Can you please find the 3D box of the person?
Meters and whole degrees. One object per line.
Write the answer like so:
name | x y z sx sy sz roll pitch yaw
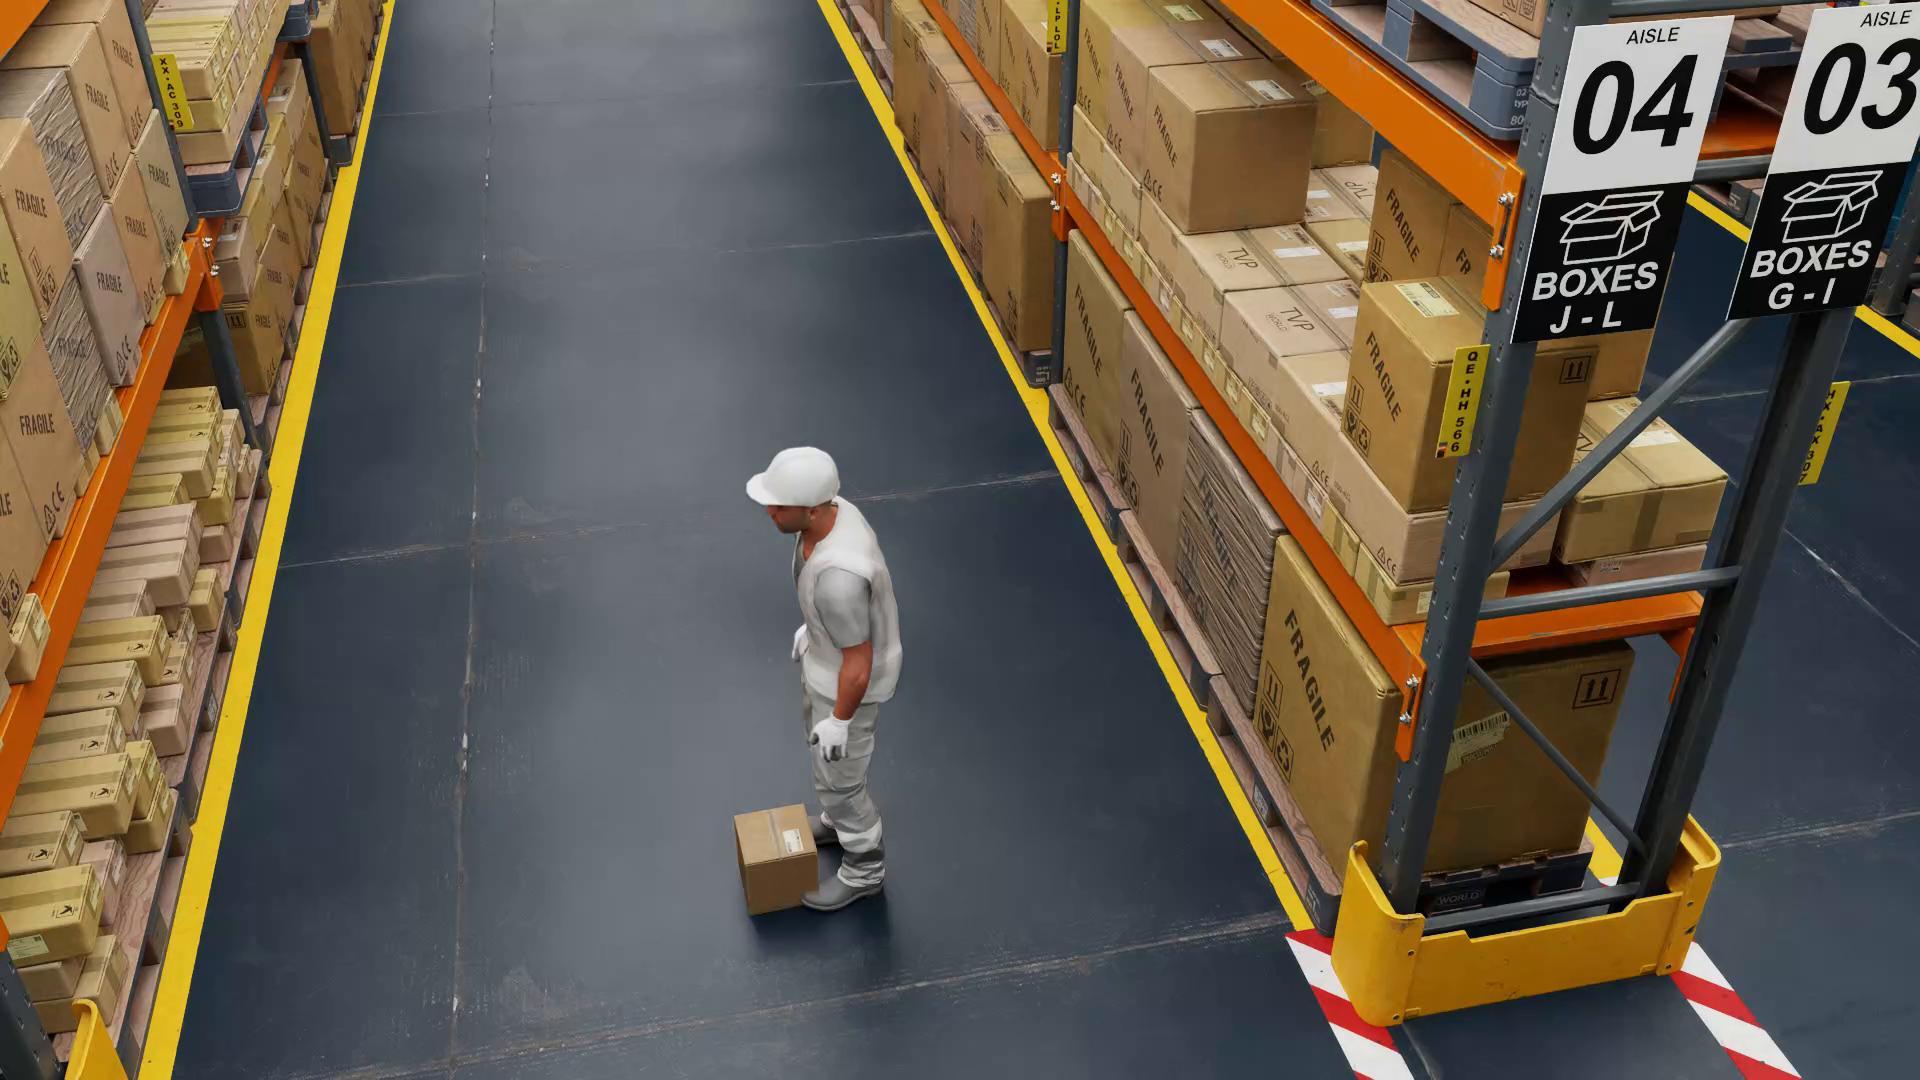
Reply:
person | -0.424 0.451 5.461 0.448 1.780 0.608 -7 35 -10
